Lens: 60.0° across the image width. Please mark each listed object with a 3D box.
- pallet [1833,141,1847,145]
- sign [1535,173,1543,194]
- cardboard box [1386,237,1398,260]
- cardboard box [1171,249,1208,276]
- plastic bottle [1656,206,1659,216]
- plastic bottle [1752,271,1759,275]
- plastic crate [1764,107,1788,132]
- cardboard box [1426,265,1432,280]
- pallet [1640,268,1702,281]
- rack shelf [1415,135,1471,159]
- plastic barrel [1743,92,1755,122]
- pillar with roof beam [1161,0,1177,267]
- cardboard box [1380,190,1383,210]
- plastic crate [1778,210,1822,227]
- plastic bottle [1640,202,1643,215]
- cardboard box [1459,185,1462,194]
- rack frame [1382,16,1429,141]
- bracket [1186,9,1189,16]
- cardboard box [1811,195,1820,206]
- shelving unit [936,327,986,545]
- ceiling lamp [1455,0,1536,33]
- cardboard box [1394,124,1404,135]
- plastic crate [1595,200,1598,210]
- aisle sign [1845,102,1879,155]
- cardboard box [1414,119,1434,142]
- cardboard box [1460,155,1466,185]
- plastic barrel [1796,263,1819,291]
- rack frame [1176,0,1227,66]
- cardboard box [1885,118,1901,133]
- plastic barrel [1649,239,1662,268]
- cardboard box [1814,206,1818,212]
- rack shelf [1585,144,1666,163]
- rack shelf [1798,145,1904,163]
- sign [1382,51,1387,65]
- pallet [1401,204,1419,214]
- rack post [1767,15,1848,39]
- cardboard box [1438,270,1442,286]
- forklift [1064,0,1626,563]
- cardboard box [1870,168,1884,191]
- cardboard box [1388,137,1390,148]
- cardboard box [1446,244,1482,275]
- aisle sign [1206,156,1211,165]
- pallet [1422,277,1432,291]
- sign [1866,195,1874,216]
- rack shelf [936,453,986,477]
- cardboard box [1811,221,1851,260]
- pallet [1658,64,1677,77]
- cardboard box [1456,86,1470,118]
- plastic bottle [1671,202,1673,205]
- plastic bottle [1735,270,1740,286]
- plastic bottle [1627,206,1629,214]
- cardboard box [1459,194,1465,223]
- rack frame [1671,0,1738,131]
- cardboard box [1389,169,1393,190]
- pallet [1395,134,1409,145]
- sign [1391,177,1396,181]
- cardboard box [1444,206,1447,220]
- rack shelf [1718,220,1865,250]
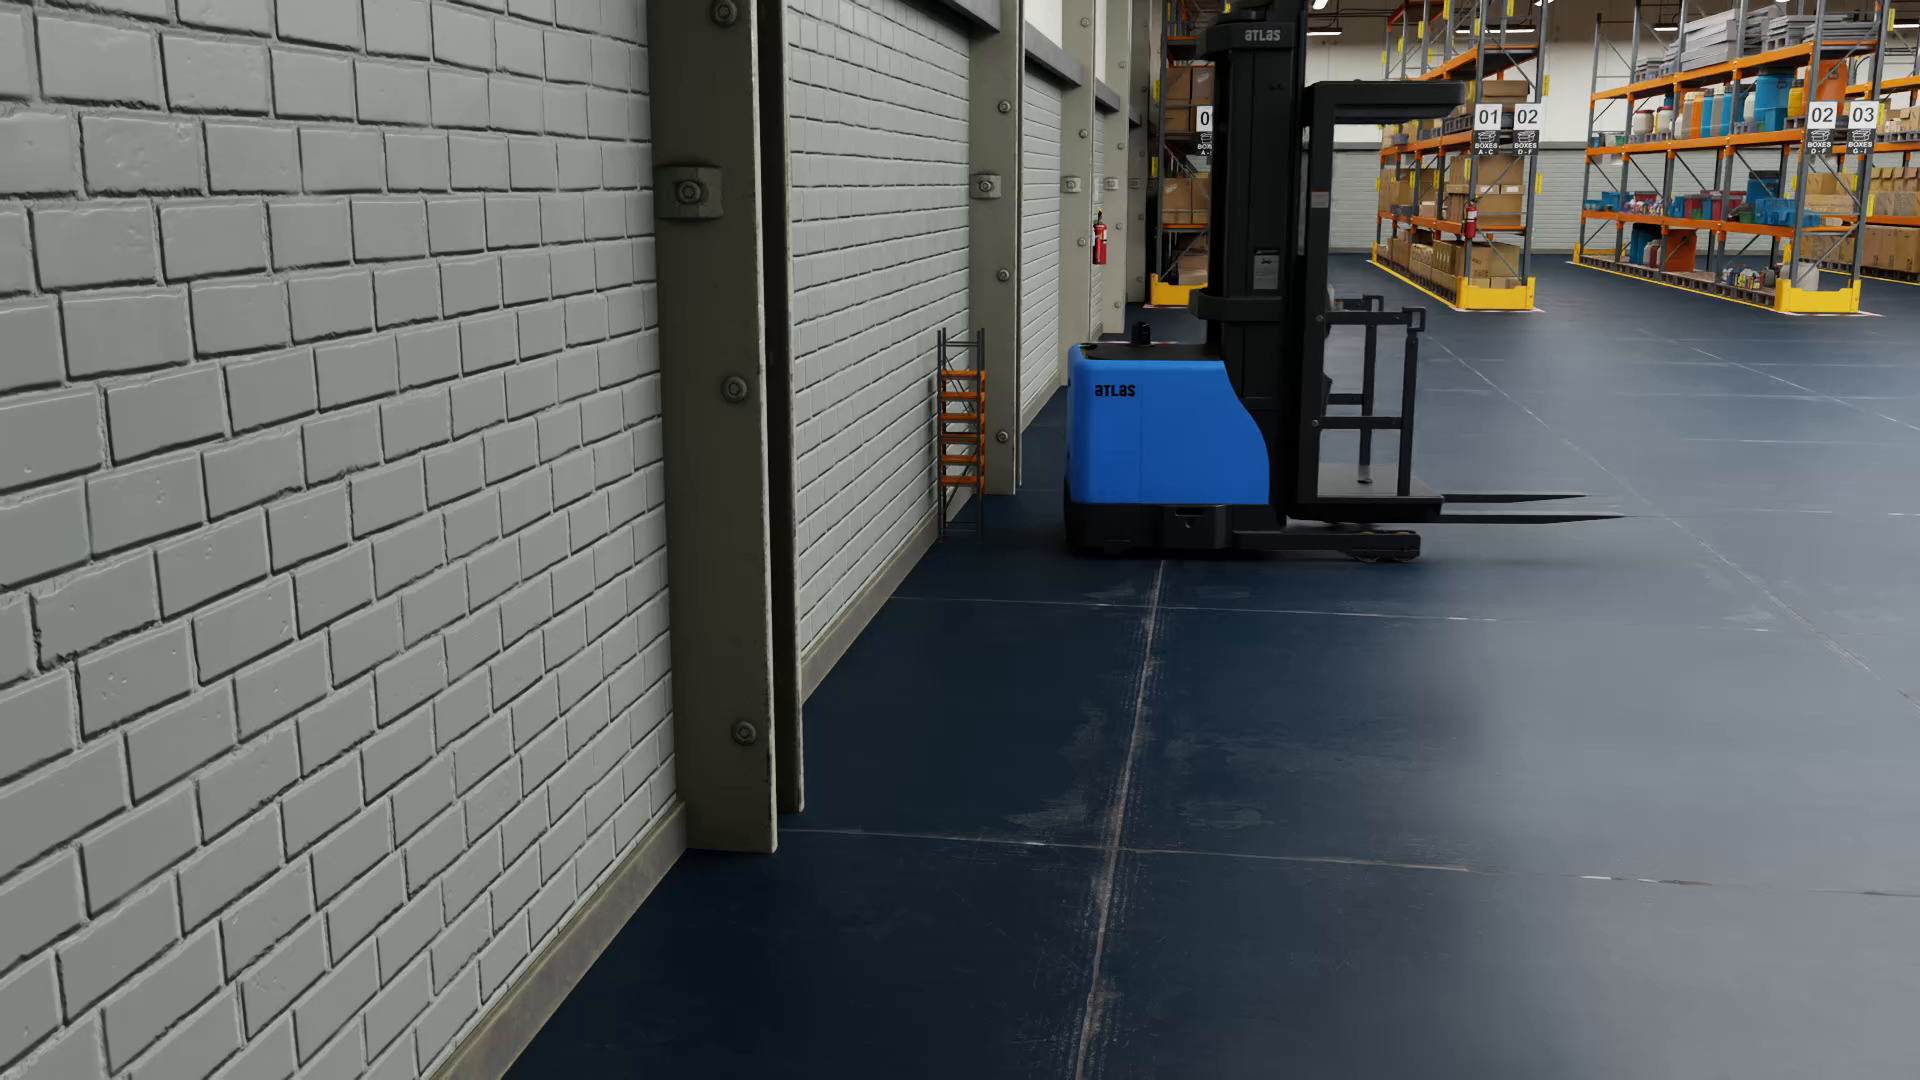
[{"bbox_3d":[20.601,-9.243,38.355,1.003,0.211,1.213,2,12,9],"label":"pallet"},{"bbox_3d":[9.189,-5.664,26.411,0.100,0.325,0.005,2,12,9],"label":"sign"},{"bbox_3d":[10.294,-6.840,39.001,0.500,0.500,0.500,2,12,9],"label":"cardboard box"},{"bbox_3d":[4.458,-5.360,32.135,0.700,0.500,0.500,2,12,11],"label":"cardboard box"},{"bbox_3d":[14.493,-6.818,34.480,0.097,0.201,0.097,0,12,0],"label":"plastic bottle"},{"bbox_3d":[13.672,-4.494,28.647,0.152,0.276,0.135,2,12,9],"label":"plastic bottle"},{"bbox_3d":[13.531,-6.925,27.424,0.392,0.384,0.575,2,12,9],"label":"plastic crate"},{"bbox_3d":[9.034,-5.010,31.153,0.500,0.250,0.500,2,12,8],"label":"cardboard box"},{"bbox_3d":[14.846,-5.527,34.640,1.003,0.211,1.213,2,12,9],"label":"pallet"},{"bbox_3d":[9.564,-7.585,32.155,1.077,0.370,4.000,2,12,9],"label":"rack shelf"},{"bbox_3d":[13.890,-7.535,28.956,0.421,0.512,0.421,0,12,0],"label":"plastic barrel"},{"bbox_3d":[9.098,-10.846,38.459,9.100,9.000,0.548,2,12,9],"label":"pillar with roof beam"},{"bbox_3d":[10.699,-8.409,41.156,0.500,0.500,0.500,2,12,8],"label":"cardboard box"},{"bbox_3d":[13.317,-5.101,26.395,0.499,0.251,0.616,2,12,9],"label":"plastic crate"},{"bbox_3d":[14.710,-7.146,35.840,0.097,0.271,0.097,0,12,0],"label":"plastic bottle"},{"bbox_3d":[8.748,-5.996,28.417,0.380,0.149,0.250,2,12,8],"label":"cardboard box"},{"bbox_3d":[11.102,-11.484,41.422,1.000,3.000,0.127,2,12,9],"label":"rack frame"},{"bbox_3d":[5.656,-13.356,41.563,0.076,0.066,4.783,2,12,9],"label":"bracket"},{"bbox_3d":[20.395,-7.998,39.135,0.500,0.250,0.500,1,12,7],"label":"cardboard box"},{"bbox_3d":[0.007,-0.584,9.354,0.258,1.200,0.189,2,12,8],"label":"shelving unit"},{"bbox_3d":[13.987,-14.815,43.020,2.000,3.185,0.800,2,12,9],"label":"ceiling lamp"},{"bbox_3d":[10.294,-9.466,38.348,0.500,0.250,0.500,2,12,9],"label":"cardboard box"},{"bbox_3d":[15.430,-8.023,39.856,0.416,0.233,0.300,2,12,9],"label":"plastic crate"},{"bbox_3d":[13.814,-6.306,25.464,0.394,0.787,0.004,2,12,9],"label":"aisle sign"},{"bbox_3d":[9.906,-8.493,34.427,0.910,0.500,0.500,2,12,9],"label":"cardboard box"},{"bbox_3d":[8.963,-6.331,28.432,0.700,0.500,0.500,2,12,9],"label":"cardboard box"},{"bbox_3d":[13.561,-4.188,26.716,0.421,0.512,0.421,0,12,0],"label":"plastic barrel"},{"bbox_3d":[4.977,-9.979,34.436,1.000,3.000,0.127,2,12,9],"label":"rack frame"},{"bbox_3d":[20.017,-8.800,35.301,0.500,0.311,0.500,1,12,7],"label":"cardboard box"},{"bbox_3d":[14.998,-6.089,35.354,0.600,0.588,0.708,2,12,9],"label":"plastic barrel"},{"bbox_3d":[20.314,-7.776,39.052,0.380,0.149,0.250,2,12,8],"label":"cardboard box"},{"bbox_3d":[15.688,-9.089,39.134,1.077,0.370,4.000,2,12,9],"label":"rack shelf"},{"bbox_3d":[20.583,-8.928,38.389,1.077,0.370,4.000,2,12,9],"label":"rack shelf"},{"bbox_3d":[10.566,-11.997,41.397,0.100,0.325,0.005,2,12,9],"label":"sign"},{"bbox_3d":[10.166,-7.197,36.226,1.003,0.211,1.213,2,12,9],"label":"pallet"},{"bbox_3d":[13.802,-8.360,27.103,0.937,0.300,0.954,2,12,8],"label":"rack post"},{"bbox_3d":[8.722,-4.620,29.342,0.500,0.250,0.500,2,12,9],"label":"cardboard box"},{"bbox_3d":[2.120,-1.425,9.150,3.031,2.935,1.130,0,12,2],"label":"forklift"},{"bbox_3d":[20.185,-7.803,35.963,0.797,0.503,0.637,2,12,7],"label":"cardboard box"},{"bbox_3d":[10.536,-9.534,39.848,0.500,0.250,0.500,2,12,9],"label":"cardboard box"},{"bbox_3d":[8.569,-4.779,28.297,0.500,0.500,0.500,2,12,9],"label":"cardboard box"},{"bbox_3d":[6.514,-9.987,42.546,0.394,0.787,0.004,2,12,9],"label":"aisle sign"},{"bbox_3d":[9.331,-4.845,31.474,1.003,0.211,1.213,2,12,9],"label":"pallet"},{"bbox_3d":[14.078,-5.176,25.735,0.100,0.325,0.005,2,12,9],"label":"sign"},{"bbox_3d":[0.007,-0.423,9.388,0.258,0.103,0.180,2,12,8],"label":"rack shelf"},{"bbox_3d":[20.731,-7.071,39.232,0.875,0.875,0.875,2,12,9],"label":"cardboard box"},{"bbox_3d":[14.907,-9.519,33.701,1.213,0.211,1.003,2,12,9],"label":"pallet"},{"bbox_3d":[8.879,-7.505,28.505,0.797,0.503,0.637,3,13,15],"label":"cardboard box"},{"bbox_3d":[15.323,-7.145,35.833,0.097,0.271,0.097,0,12,0],"label":"plastic bottle"},{"bbox_3d":[13.521,-4.553,28.902,0.061,0.283,0.133,2,12,11],"label":"plastic bottle"},{"bbox_3d":[14.883,-7.346,36.930,0.097,0.201,0.097,0,12,0],"label":"plastic bottle"},{"bbox_3d":[8.961,-5.689,28.534,0.700,0.500,0.500,2,12,10],"label":"cardboard box"},{"bbox_3d":[14.766,-9.658,32.946,1.000,3.000,0.127,2,12,9],"label":"rack frame"},{"bbox_3d":[10.385,-8.477,39.097,0.500,0.500,0.500,2,12,8],"label":"cardboard box"},{"bbox_3d":[10.161,-8.744,36.273,1.213,0.211,1.003,2,12,9],"label":"pallet"},{"bbox_3d":[9.950,-8.158,38.173,0.100,0.325,0.005,2,12,9],"label":"sign"},{"bbox_3d":[9.289,-6.084,30.961,0.500,0.250,0.500,3,12,12],"label":"cardboard box"},{"bbox_3d":[13.843,-5.124,27.859,1.077,0.370,4.000,2,12,9],"label":"rack shelf"}]
